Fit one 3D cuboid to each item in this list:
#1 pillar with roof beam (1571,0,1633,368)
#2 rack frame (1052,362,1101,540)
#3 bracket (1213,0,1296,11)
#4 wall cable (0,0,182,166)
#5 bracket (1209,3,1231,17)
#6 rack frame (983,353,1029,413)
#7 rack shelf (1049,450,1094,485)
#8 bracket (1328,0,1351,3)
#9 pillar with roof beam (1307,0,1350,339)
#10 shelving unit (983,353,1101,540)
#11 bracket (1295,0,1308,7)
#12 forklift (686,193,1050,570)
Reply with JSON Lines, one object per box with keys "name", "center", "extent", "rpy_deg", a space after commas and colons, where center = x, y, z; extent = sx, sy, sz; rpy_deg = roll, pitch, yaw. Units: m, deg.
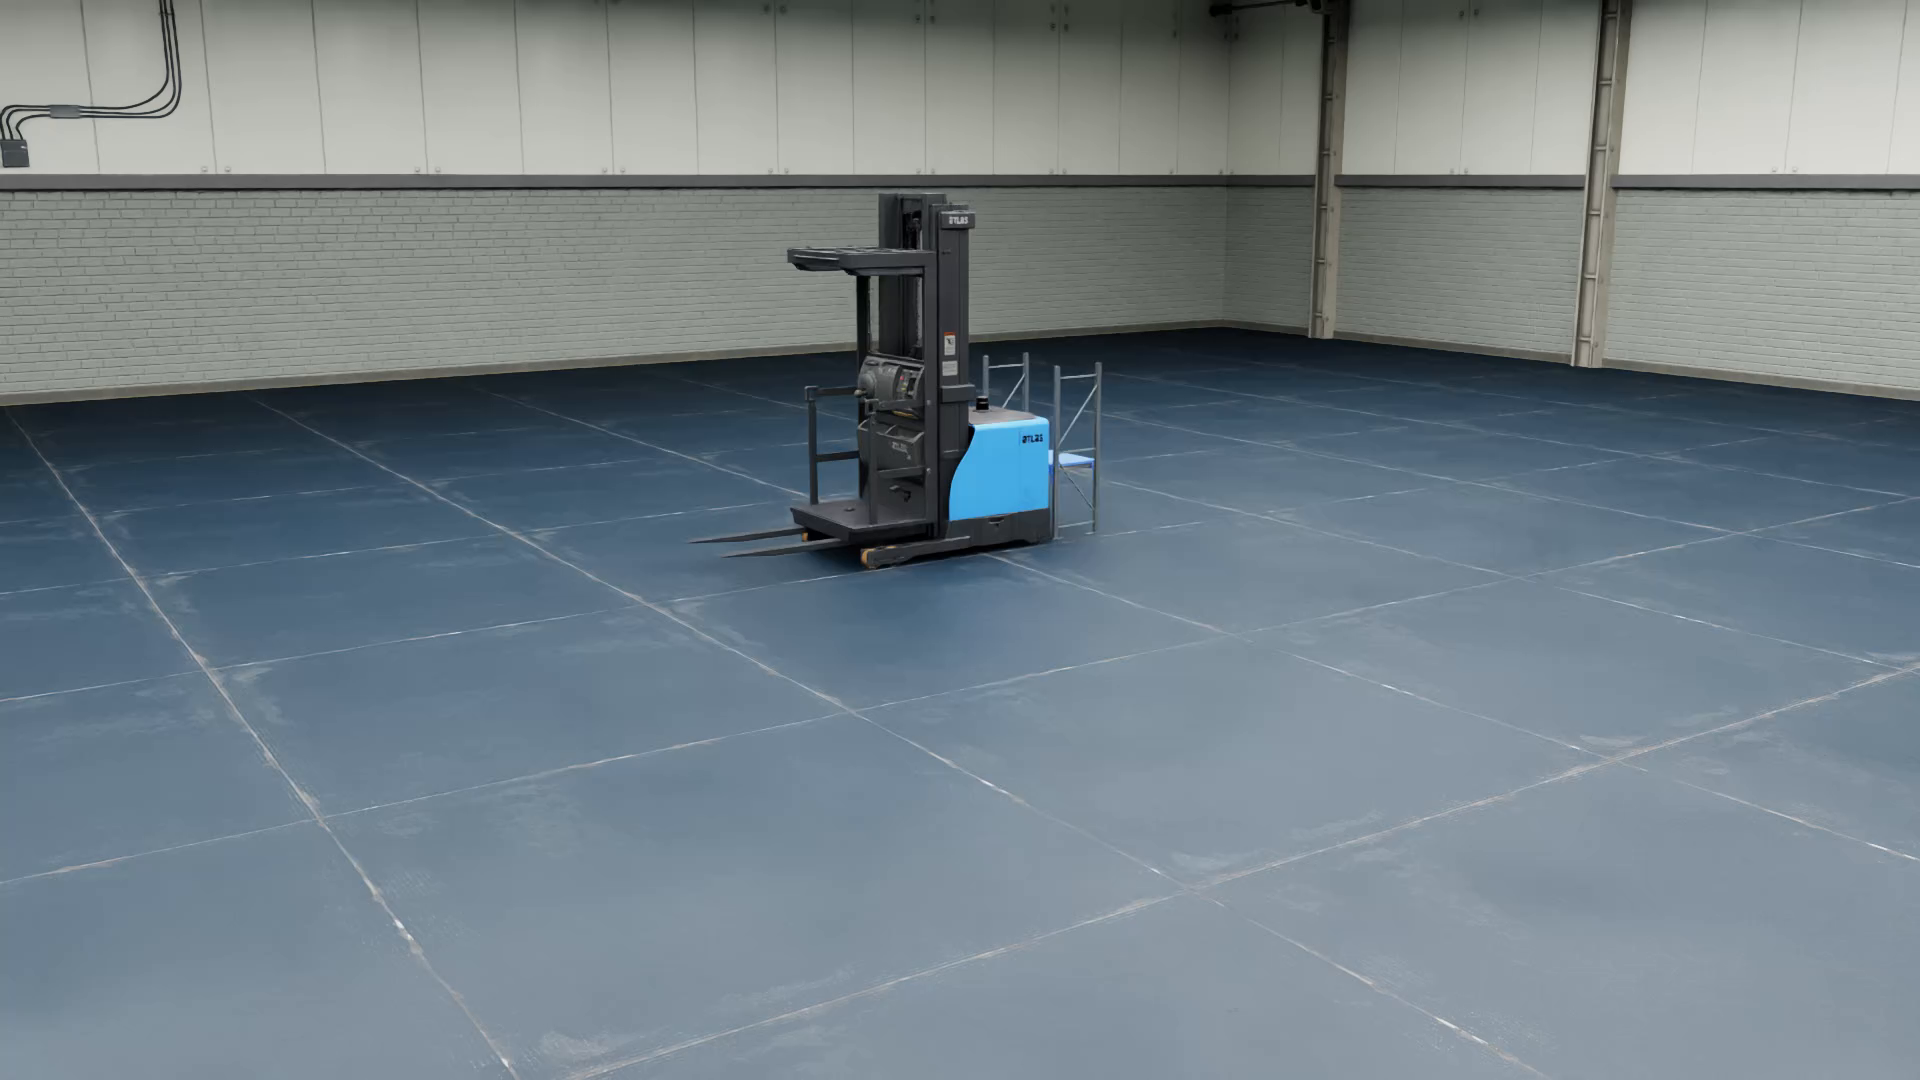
{"name": "pillar with roof beam", "center": [6.763, -6.751, 24.167], "extent": [9.100, 9.000, 0.400], "rpy_deg": [-8, 15, -33]}
{"name": "rack frame", "center": [1.007, -0.766, 14.354], "extent": [0.500, 1.500, 0.032], "rpy_deg": [-9, 15, -35]}
{"name": "bracket", "center": [5.512, -10.434, 32.585], "extent": [0.076, 0.066, 3.189], "rpy_deg": [-8, 15, -33]}
{"name": "wall cable", "center": [-11.820, -8.062, 22.201], "extent": [2.305, 6.003, 0.169], "rpy_deg": [-8, 15, -33]}
{"name": "bracket", "center": [5.184, -10.539, 33.065], "extent": [0.235, 0.232, 0.430], "rpy_deg": [-8, 15, -33]}
{"name": "rack frame", "center": [0.416, -0.943, 15.162], "extent": [0.500, 1.500, 0.032], "rpy_deg": [-9, 15, -35]}
{"name": "rack shelf", "center": [0.712, -0.679, 14.796], "extent": [0.538, 0.185, 1.000], "rpy_deg": [-9, 15, -35]}
{"name": "bracket", "center": [6.957, -9.970, 30.463], "extent": [0.235, 0.232, 0.430], "rpy_deg": [-8, 15, -33]}
{"name": "pillar with roof beam", "center": [3.439, -7.818, 29.047], "extent": [9.100, 9.000, 0.548], "rpy_deg": [-8, 15, -33]}
{"name": "shelving unit", "center": [0.712, -0.854, 14.758], "extent": [0.538, 1.500, 1.048], "rpy_deg": [-9, 15, -35]}
{"name": "bracket", "center": [6.497, -10.118, 31.138], "extent": [0.235, 0.232, 0.430], "rpy_deg": [-8, 15, -33]}
{"name": "forklift", "center": [-0.742, -1.324, 13.555], "extent": [3.031, 2.935, 1.130], "rpy_deg": [-8, 15, -33]}
